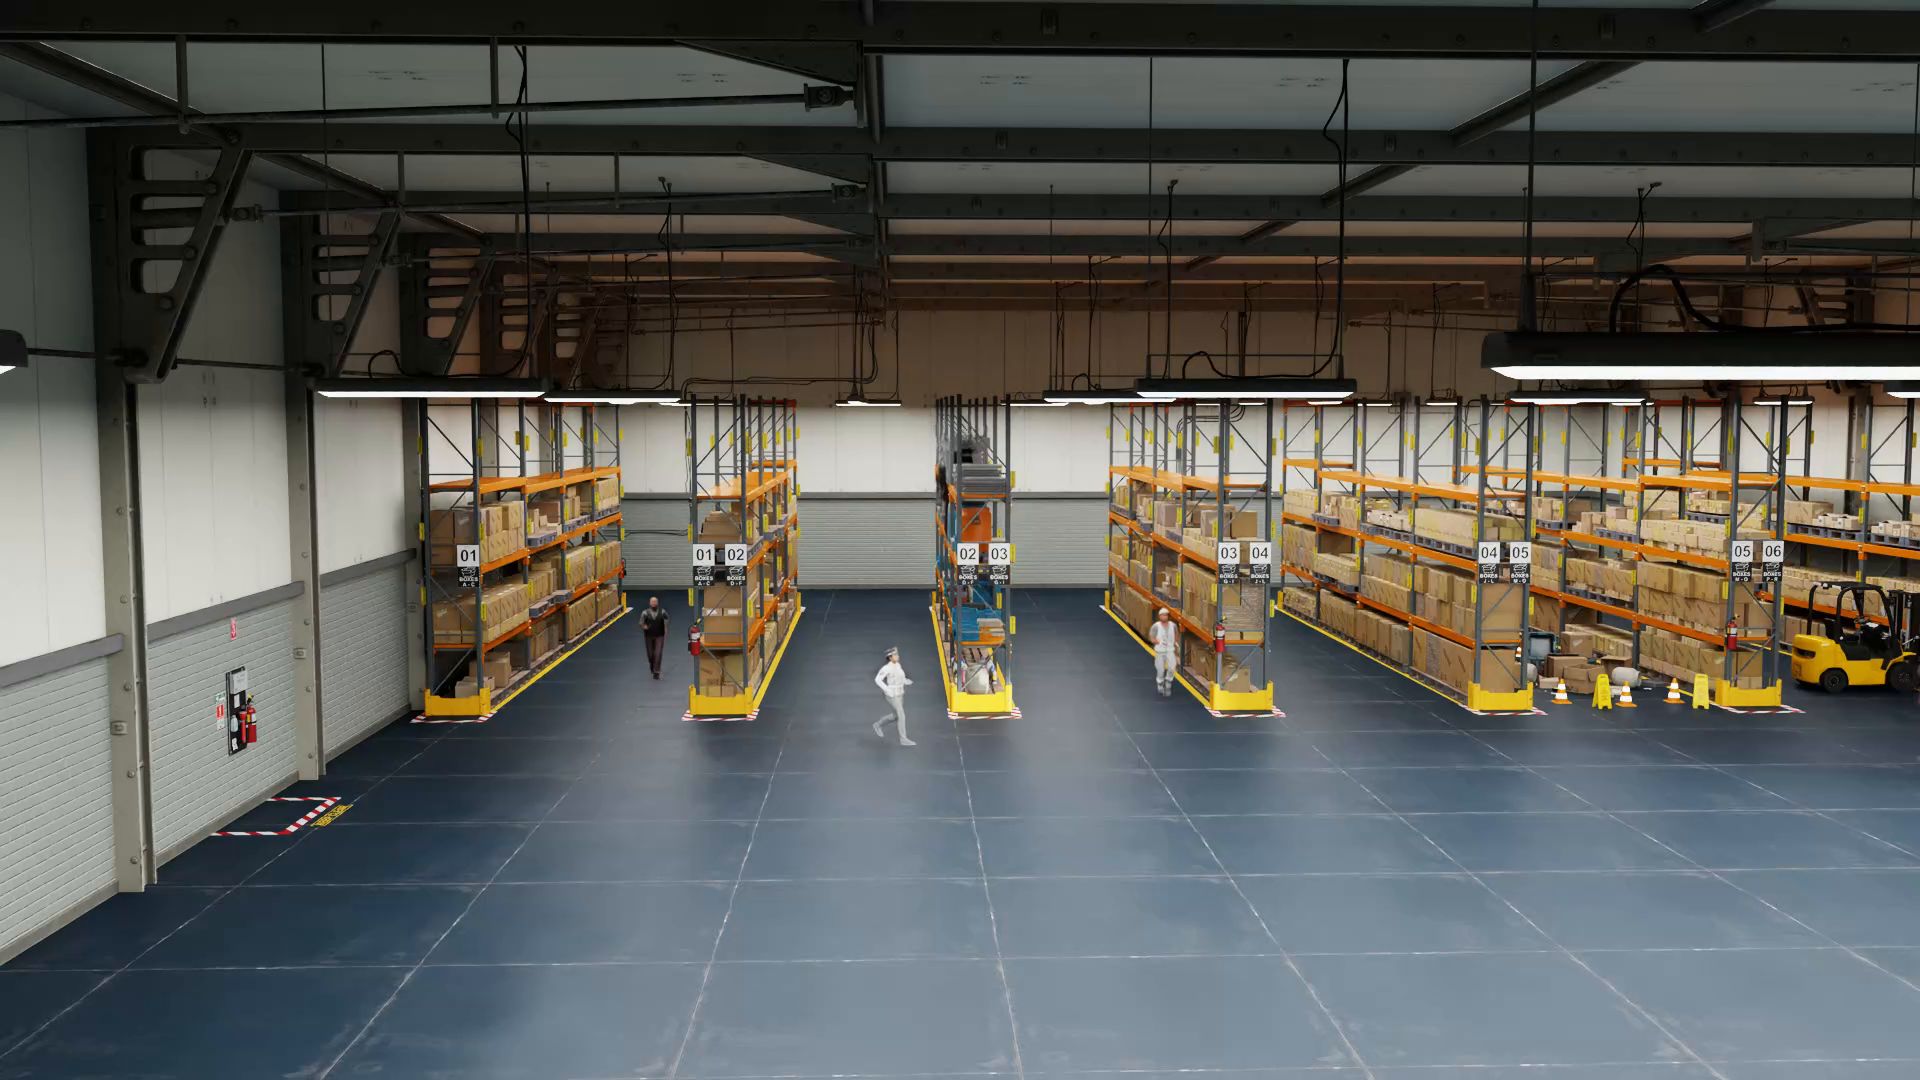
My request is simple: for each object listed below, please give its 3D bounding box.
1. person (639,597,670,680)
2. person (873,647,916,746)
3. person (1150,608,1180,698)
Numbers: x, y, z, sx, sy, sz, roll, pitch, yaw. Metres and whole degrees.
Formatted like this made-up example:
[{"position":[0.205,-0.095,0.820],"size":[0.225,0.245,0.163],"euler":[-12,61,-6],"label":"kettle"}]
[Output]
[{"position":[-6.500,2.076,35.394],"size":[0.661,1.717,0.936],"euler":[-1,5,-9],"label":"person"},{"position":[-1.131,2.643,28.372],"size":[0.885,1.669,0.573],"euler":[2,5,26],"label":"person"},{"position":[4.060,2.230,32.917],"size":[0.633,1.776,0.765],"euler":[0,5,-4],"label":"person"}]
